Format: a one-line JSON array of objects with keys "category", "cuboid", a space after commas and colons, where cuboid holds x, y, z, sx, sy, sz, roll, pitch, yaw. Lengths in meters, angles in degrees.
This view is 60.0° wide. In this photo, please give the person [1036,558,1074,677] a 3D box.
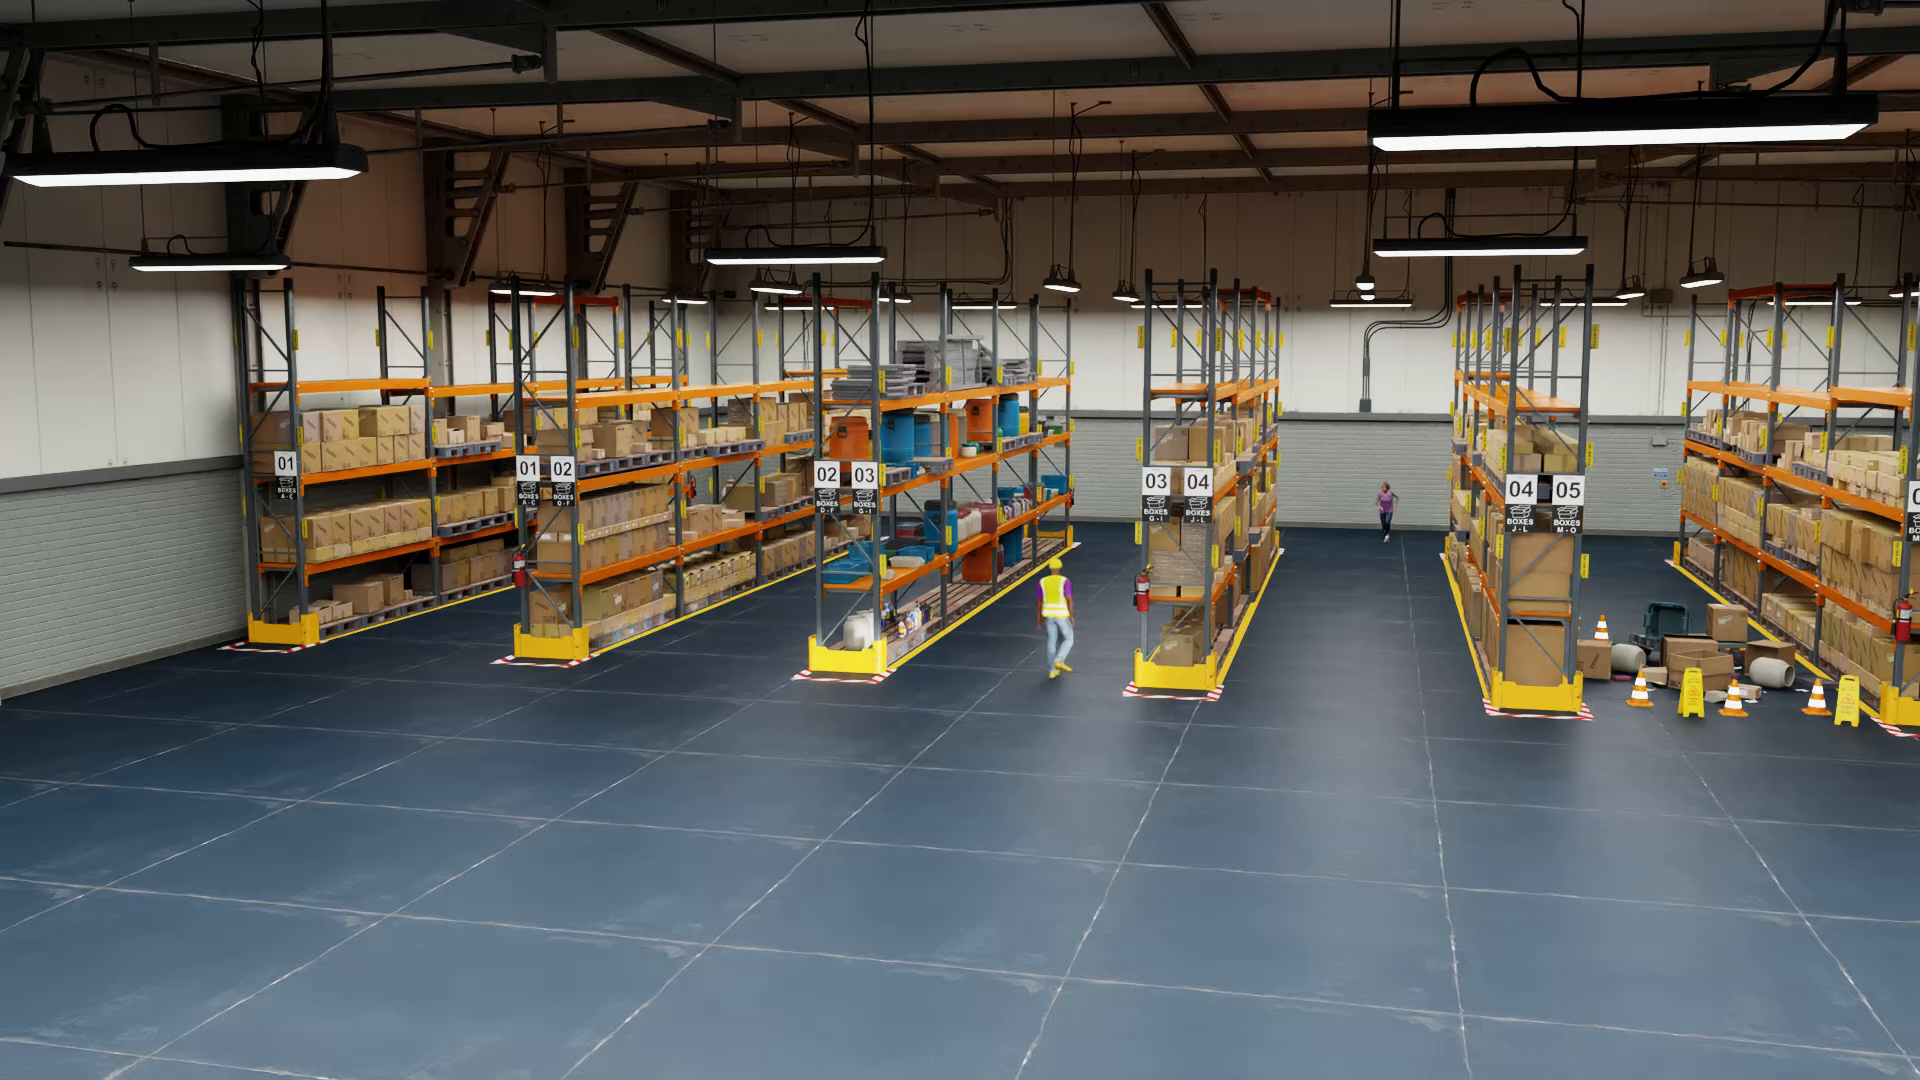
[{"category": "person", "cuboid": [1.431, 1.155, 24.816, 0.618, 1.753, 0.514, 3, 8, 26]}]

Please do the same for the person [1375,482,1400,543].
[{"category": "person", "cuboid": [10.561, -0.688, 41.085, 0.575, 1.510, 0.790, 3, 7, 23]}]

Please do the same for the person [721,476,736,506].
[{"category": "person", "cuboid": [-5.740, -0.855, 42.319, 0.553, 1.591, 0.732, 3, 7, 24]}]
